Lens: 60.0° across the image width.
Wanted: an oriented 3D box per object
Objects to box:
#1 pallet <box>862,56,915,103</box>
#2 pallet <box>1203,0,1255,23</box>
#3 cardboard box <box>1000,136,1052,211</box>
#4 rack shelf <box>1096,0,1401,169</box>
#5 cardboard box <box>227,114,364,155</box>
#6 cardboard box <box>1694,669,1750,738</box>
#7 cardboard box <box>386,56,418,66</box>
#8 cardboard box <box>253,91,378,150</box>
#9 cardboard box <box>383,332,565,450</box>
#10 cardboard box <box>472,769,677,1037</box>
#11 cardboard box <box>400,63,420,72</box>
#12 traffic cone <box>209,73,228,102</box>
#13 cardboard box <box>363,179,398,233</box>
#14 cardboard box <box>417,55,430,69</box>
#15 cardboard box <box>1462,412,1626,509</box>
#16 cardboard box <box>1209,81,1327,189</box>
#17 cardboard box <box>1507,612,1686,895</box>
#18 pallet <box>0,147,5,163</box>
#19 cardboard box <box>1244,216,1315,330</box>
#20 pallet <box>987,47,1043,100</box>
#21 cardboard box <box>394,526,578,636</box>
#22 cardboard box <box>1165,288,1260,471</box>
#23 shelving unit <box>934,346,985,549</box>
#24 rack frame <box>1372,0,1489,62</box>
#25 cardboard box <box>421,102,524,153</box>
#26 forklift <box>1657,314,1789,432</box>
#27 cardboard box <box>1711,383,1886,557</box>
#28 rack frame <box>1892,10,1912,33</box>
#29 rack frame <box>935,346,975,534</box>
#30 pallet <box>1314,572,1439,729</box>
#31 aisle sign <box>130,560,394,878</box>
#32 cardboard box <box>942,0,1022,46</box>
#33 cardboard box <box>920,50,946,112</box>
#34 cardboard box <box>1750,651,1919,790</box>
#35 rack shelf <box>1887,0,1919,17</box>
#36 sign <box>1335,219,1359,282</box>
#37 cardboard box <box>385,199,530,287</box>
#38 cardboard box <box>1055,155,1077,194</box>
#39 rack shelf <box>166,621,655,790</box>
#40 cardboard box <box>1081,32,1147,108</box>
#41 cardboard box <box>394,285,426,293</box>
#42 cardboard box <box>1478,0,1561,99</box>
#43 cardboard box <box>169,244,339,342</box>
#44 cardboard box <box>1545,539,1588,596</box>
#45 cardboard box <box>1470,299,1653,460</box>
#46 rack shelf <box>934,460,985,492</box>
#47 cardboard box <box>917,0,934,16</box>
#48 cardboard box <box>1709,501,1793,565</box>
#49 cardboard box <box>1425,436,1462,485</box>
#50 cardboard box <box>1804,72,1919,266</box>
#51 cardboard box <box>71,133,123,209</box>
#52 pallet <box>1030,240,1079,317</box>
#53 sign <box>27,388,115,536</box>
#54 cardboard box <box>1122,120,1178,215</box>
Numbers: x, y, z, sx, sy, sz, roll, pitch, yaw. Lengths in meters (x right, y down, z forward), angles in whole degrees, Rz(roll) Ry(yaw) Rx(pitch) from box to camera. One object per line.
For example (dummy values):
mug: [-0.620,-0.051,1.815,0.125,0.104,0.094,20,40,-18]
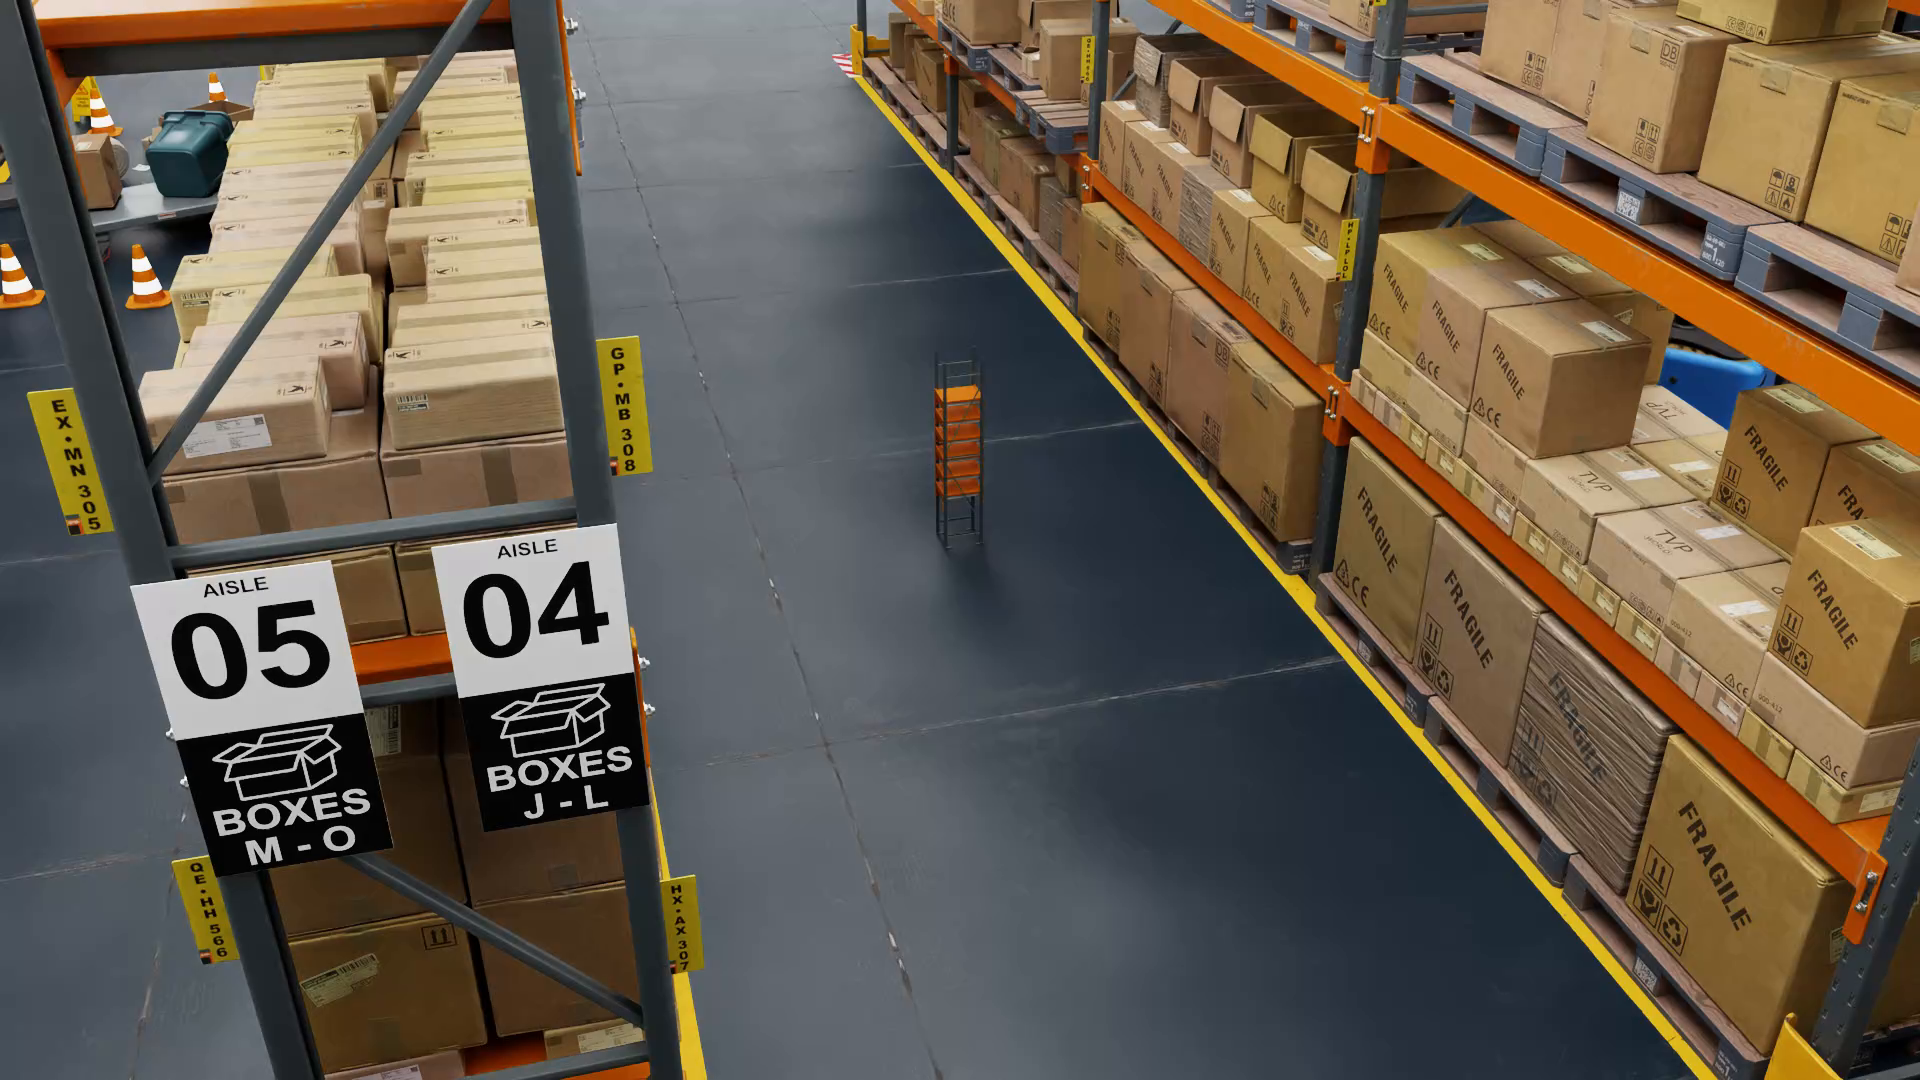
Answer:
pallet: [-0.492,-5.237,18.818,1.003,0.211,1.213,-8,31,-13]
pallet: [1.951,-3.386,10.031,1.003,0.211,1.213,-6,31,-11]
cardboard box: [0.767,-3.251,14.660,0.700,0.500,0.500,-11,32,-18]
rack shelf: [1.960,-3.034,9.953,1.077,0.370,4.000,-8,31,-13]
cardboard box: [-2.172,-1.279,5.455,0.380,0.149,0.250,-6,31,-11]
cardboard box: [3.004,0.584,6.229,0.380,0.149,0.250,-8,31,-13]
cardboard box: [-2.312,-2.192,7.260,0.700,0.500,0.500,-8,31,-13]
cardboard box: [-2.199,-1.417,5.693,0.380,0.149,0.250,-9,31,-15]
cardboard box: [-1.122,-0.348,3.846,0.380,0.149,0.250,-8,31,-14]
cardboard box: [-1.109,1.035,4.801,0.500,0.500,0.500,-6,31,-11]
cardboard box: [-1.950,-1.731,6.634,0.500,0.250,0.500,-9,31,-16]
traffic cone: [-7.911,-4.737,17.704,0.336,0.463,0.334,-8,31,-13]
cardboard box: [-2.017,-0.917,5.228,0.500,0.250,0.500,-9,31,-15]
cardboard box: [-1.891,-1.852,6.445,0.380,0.149,0.250,-7,31,-12]
cardboard box: [2.633,-0.393,7.519,0.500,0.250,0.500,-7,31,-12]
cardboard box: [1.963,-2.497,10.200,0.797,0.503,0.637,-7,31,-12]
cardboard box: [3.064,0.850,7.220,0.875,0.875,0.875,-8,31,-13]
pallet: [-10.047,-3.919,16.541,1.003,0.211,1.213,-8,31,-13]
cardboard box: [1.979,-1.554,9.572,0.500,0.500,0.500,-7,31,-12]
pallet: [0.865,-3.881,13.884,1.003,0.211,1.213,-8,31,-13]
cardboard box: [-1.129,-0.023,4.182,0.500,0.250,0.500,-7,31,-12]
cardboard box: [2.064,-1.082,10.557,1.225,0.875,0.875,-9,31,-15]
shelving unit: [-0.004,-0.526,9.693,0.258,1.200,0.189,-8,31,-13]
rack frame: [2.491,-3.678,7.352,1.000,3.000,0.127,-8,31,-13]
cardboard box: [-1.603,-1.357,5.590,0.380,0.149,0.250,-8,31,-14]
forklift: [4.960,-2.079,10.647,1.130,2.935,3.031,18,34,28]
cardboard box: [3.410,-0.297,6.603,0.500,0.500,0.500,-9,31,-15]
rack frame: [9.920,-6.261,17.803,1.000,3.000,0.127,-8,31,-13]
rack frame: [-0.028,-0.570,9.769,0.240,1.200,0.006,-8,31,-13]
pallet: [2.617,0.503,8.901,1.003,0.211,1.213,-8,31,-13]
aisle sign: [-1.526,0.411,3.681,0.394,0.787,0.004,-8,31,-13]
cardboard box: [0.444,-4.984,14.580,1.000,1.000,1.000,-8,31,-13]
cardboard box: [-0.100,-4.809,17.371,0.500,0.500,0.500,-11,32,-18]
cardboard box: [3.168,0.588,5.824,0.500,0.250,0.500,-8,31,-14]
rack shelf: [10.451,-4.983,16.315,1.077,0.370,4.000,-8,31,-13]
sign: [1.971,-1.472,8.452,0.100,0.325,0.005,-8,31,-13]
cardboard box: [-1.409,-0.842,4.700,0.380,0.149,0.250,-7,31,-12]
cardboard box: [1.072,-3.021,13.514,0.500,0.250,0.500,-4,30,-8]
rack shelf: [-1.787,-0.492,5.560,1.077,0.370,4.000,-8,31,-13]
cardboard box: [1.248,-3.494,12.504,0.500,0.500,0.500,-12,32,-19]
cardboard box: [-1.384,-0.733,4.909,0.500,0.250,0.500,-7,31,-13]
cardboard box: [2.757,-2.278,7.309,0.700,0.500,0.500,-10,31,-16]
cardboard box: [-1.842,-0.652,4.371,0.380,0.149,0.250,-7,31,-12]
cardboard box: [2.735,0.093,7.078,0.380,0.149,0.250,-7,31,-12]
cardboard box: [2.638,-0.715,7.326,0.500,0.500,0.500,-9,31,-15]
rack shelf: [-0.004,-0.384,9.775,0.258,0.103,0.180,-8,31,-13]
cardboard box: [-0.212,-5.258,16.322,0.380,0.149,0.250,-8,31,-13]
cardboard box: [3.411,0.025,6.796,0.500,0.250,0.500,-9,31,-15]
cardboard box: [2.461,-0.405,7.937,0.380,0.149,0.250,-9,31,-15]
cardboard box: [3.330,-1.248,5.530,0.700,0.500,0.500,-9,31,-15]
cardboard box: [-7.479,-3.125,14.125,0.500,0.500,0.500,-8,31,-13]
pallet: [1.223,-2.184,13.544,1.003,0.211,1.213,-8,31,-13]
sign: [-1.796,-0.156,3.379,0.100,0.325,0.005,-8,31,-13]
cardboard box: [1.435,-2.537,11.270,0.500,0.500,0.500,-9,31,-15]
